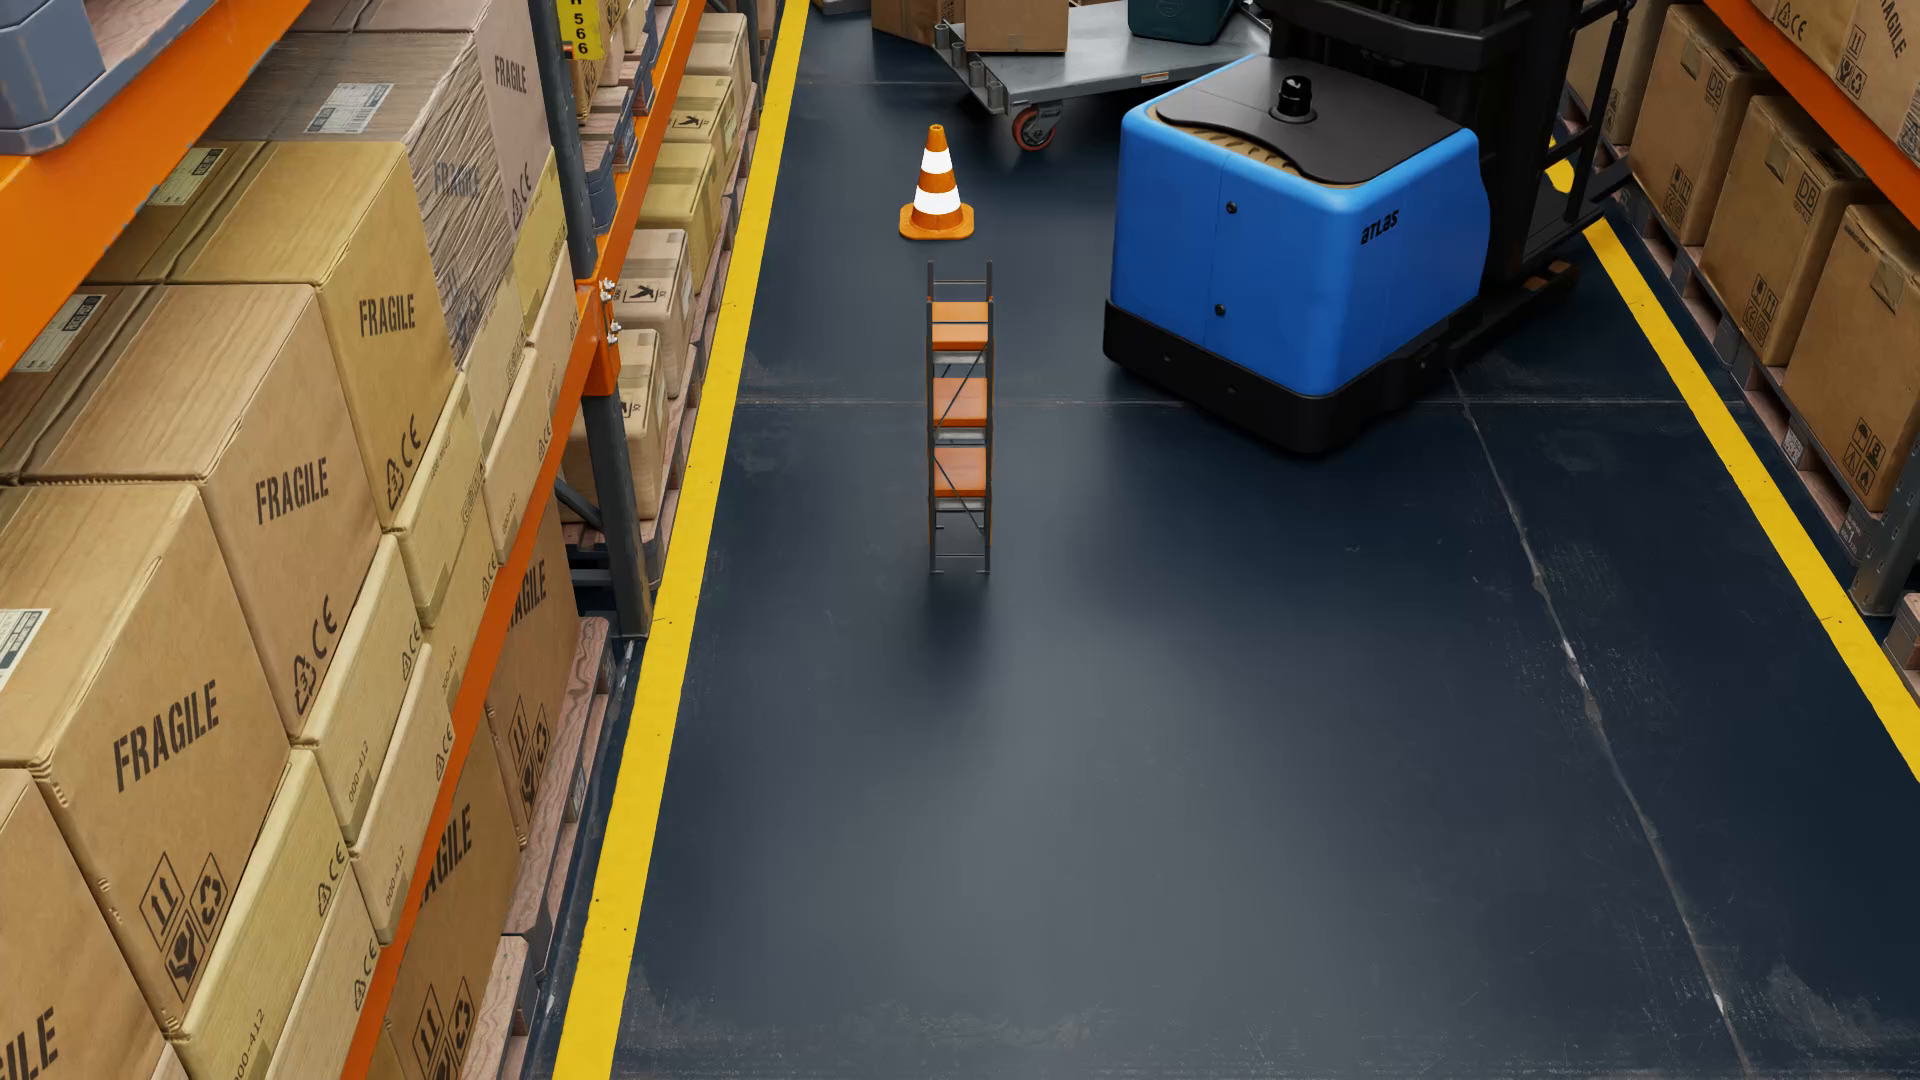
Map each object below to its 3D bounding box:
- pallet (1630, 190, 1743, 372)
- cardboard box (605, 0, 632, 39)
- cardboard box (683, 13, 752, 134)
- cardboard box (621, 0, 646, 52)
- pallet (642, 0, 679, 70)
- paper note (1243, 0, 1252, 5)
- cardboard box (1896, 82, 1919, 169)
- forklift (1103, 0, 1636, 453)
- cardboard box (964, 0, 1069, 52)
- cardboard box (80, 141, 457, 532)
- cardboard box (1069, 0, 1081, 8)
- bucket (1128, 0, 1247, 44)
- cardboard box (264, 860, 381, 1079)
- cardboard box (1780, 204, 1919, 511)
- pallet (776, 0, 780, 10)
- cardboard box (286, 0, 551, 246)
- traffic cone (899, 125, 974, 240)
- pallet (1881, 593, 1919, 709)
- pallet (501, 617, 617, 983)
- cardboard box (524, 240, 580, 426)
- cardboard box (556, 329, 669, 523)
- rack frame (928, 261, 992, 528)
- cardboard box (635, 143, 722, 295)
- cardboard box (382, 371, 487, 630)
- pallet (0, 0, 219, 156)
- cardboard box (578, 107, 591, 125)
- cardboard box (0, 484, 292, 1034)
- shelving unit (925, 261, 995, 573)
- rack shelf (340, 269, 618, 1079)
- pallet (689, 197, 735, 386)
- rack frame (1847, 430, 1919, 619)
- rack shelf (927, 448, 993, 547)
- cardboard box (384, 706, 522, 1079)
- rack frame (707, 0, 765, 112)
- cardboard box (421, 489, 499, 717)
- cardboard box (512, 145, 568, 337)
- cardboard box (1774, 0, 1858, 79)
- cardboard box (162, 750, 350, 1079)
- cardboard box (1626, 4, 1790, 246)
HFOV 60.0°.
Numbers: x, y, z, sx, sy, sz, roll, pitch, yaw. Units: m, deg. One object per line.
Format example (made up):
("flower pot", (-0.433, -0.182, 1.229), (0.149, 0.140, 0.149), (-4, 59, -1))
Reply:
("pallet", (3.523, -1.120, 6.979), (1.003, 0.211, 1.213), (0, 39, 0))
("cardboard box", (-1.279, -1.814, 4.961), (0.500, 0.500, 0.500), (2, 39, 2))
("cardboard box", (-1.504, -2.199, 7.861), (0.950, 0.372, 0.625), (0, 39, 1))
("cardboard box", (-1.217, -1.676, 5.308), (0.380, 0.149, 0.250), (0, 39, 0))
("pallet", (-1.546, -2.050, 6.063), (1.003, 0.211, 1.213), (0, 39, 0))
("paper note", (1.611, -3.142, 9.652), (0.172, 0.023, 0.155), (13, 40, 15))
("cardboard box", (3.178, -1.274, 4.862), (0.500, 0.500, 0.500), (0, 39, 0))
("forklift", (1.963, -2.273, 6.243), (3.031, 2.935, 1.130), (-32, 49, -33))
("cardboard box", (0.273, -2.729, 8.150), (0.500, 0.500, 0.500), (0, 39, 0))
("cardboard box", (-1.237, -0.362, 2.923), (0.500, 0.500, 0.500), (0, 39, 0))
("cardboard box", (0.638, -2.833, 9.072), (0.258, 0.266, 0.396), (-28, 46, -30))
("bucket", (1.137, -2.854, 8.315), (0.726, 0.611, 0.620), (13, 50, 15))
("cardboard box", (-1.221, 0.753, 2.531), (0.500, 0.250, 0.500), (0, 39, 0))
("cardboard box", (3.537, -0.621, 5.589), (1.050, 0.750, 0.750), (-1, 39, -1))
("pallet", (-1.547, -3.485, 9.930), (1.003, 0.211, 1.213), (0, 39, 0))
("cardboard box", (-1.240, -0.993, 3.711), (0.500, 0.500, 0.500), (-1, 39, -1))
("traffic cone", (-0.106, -1.624, 7.407), (0.336, 0.463, 0.334), (0, 39, 0))
("pallet", (3.447, 0.623, 4.804), (1.003, 0.211, 1.213), (0, 39, 0))
("pallet", (-1.577, 0.694, 4.715), (1.003, 0.211, 1.213), (0, 39, 0))
("cardboard box", (-1.242, -0.513, 4.111), (0.500, 0.250, 0.500), (-1, 39, -2))
("cardboard box", (-1.493, -0.379, 5.590), (0.950, 0.372, 0.625), (-2, 39, -3))
("rack frame", (0.000, -0.453, 5.475), (0.200, 1.050, 0.008), (0, 39, 0))
("cardboard box", (-1.497, -1.315, 6.757), (0.950, 0.372, 0.625), (1, 39, 1))
("cardboard box", (-1.222, -0.080, 3.172), (0.500, 0.250, 0.500), (-1, 39, -1))
("pallet", (-1.444, -0.882, 2.204), (1.003, 0.211, 1.213), (2, 39, 2))
("cardboard box", (-1.284, -1.333, 4.880), (0.380, 0.149, 0.250), (-2, 39, -3))
("cardboard box", (-1.237, 0.278, 2.125), (0.500, 0.500, 0.500), (-1, 39, -1))
("shelving unit", (0.000, -0.376, 5.380), (0.215, 1.050, 0.252), (0, 39, 0))
("rack shelf", (-1.500, 0.644, 3.123), (1.077, 0.370, 4.000), (0, 39, 0))
("pallet", (-1.500, -1.049, 6.890), (1.003, 0.211, 1.213), (0, 39, 0))
("rack frame", (3.448, -0.954, 4.542), (1.000, 3.000, 0.127), (0, 39, 0))
("rack shelf", (0.000, -0.151, 5.560), (0.215, 0.259, 0.240), (0, 39, 0))
("cardboard box", (-1.588, 0.768, 3.756), (0.875, 0.875, 0.875), (0, 39, 1))
("rack frame", (-1.507, -3.389, 7.580), (1.000, 3.000, 0.127), (0, 39, 0))
("cardboard box", (-1.241, 0.122, 3.319), (0.500, 0.250, 0.500), (0, 39, -1))
("cardboard box", (-1.248, -0.721, 3.971), (0.500, 0.250, 0.500), (0, 39, 0))
("cardboard box", (3.179, -1.899, 5.641), (0.500, 0.500, 0.500), (-1, 39, -1))
("cardboard box", (-1.219, 0.561, 2.372), (0.500, 0.250, 0.500), (0, 39, 1))
("cardboard box", (3.531, -1.750, 6.998), (1.050, 0.750, 0.750), (0, 39, 0))
